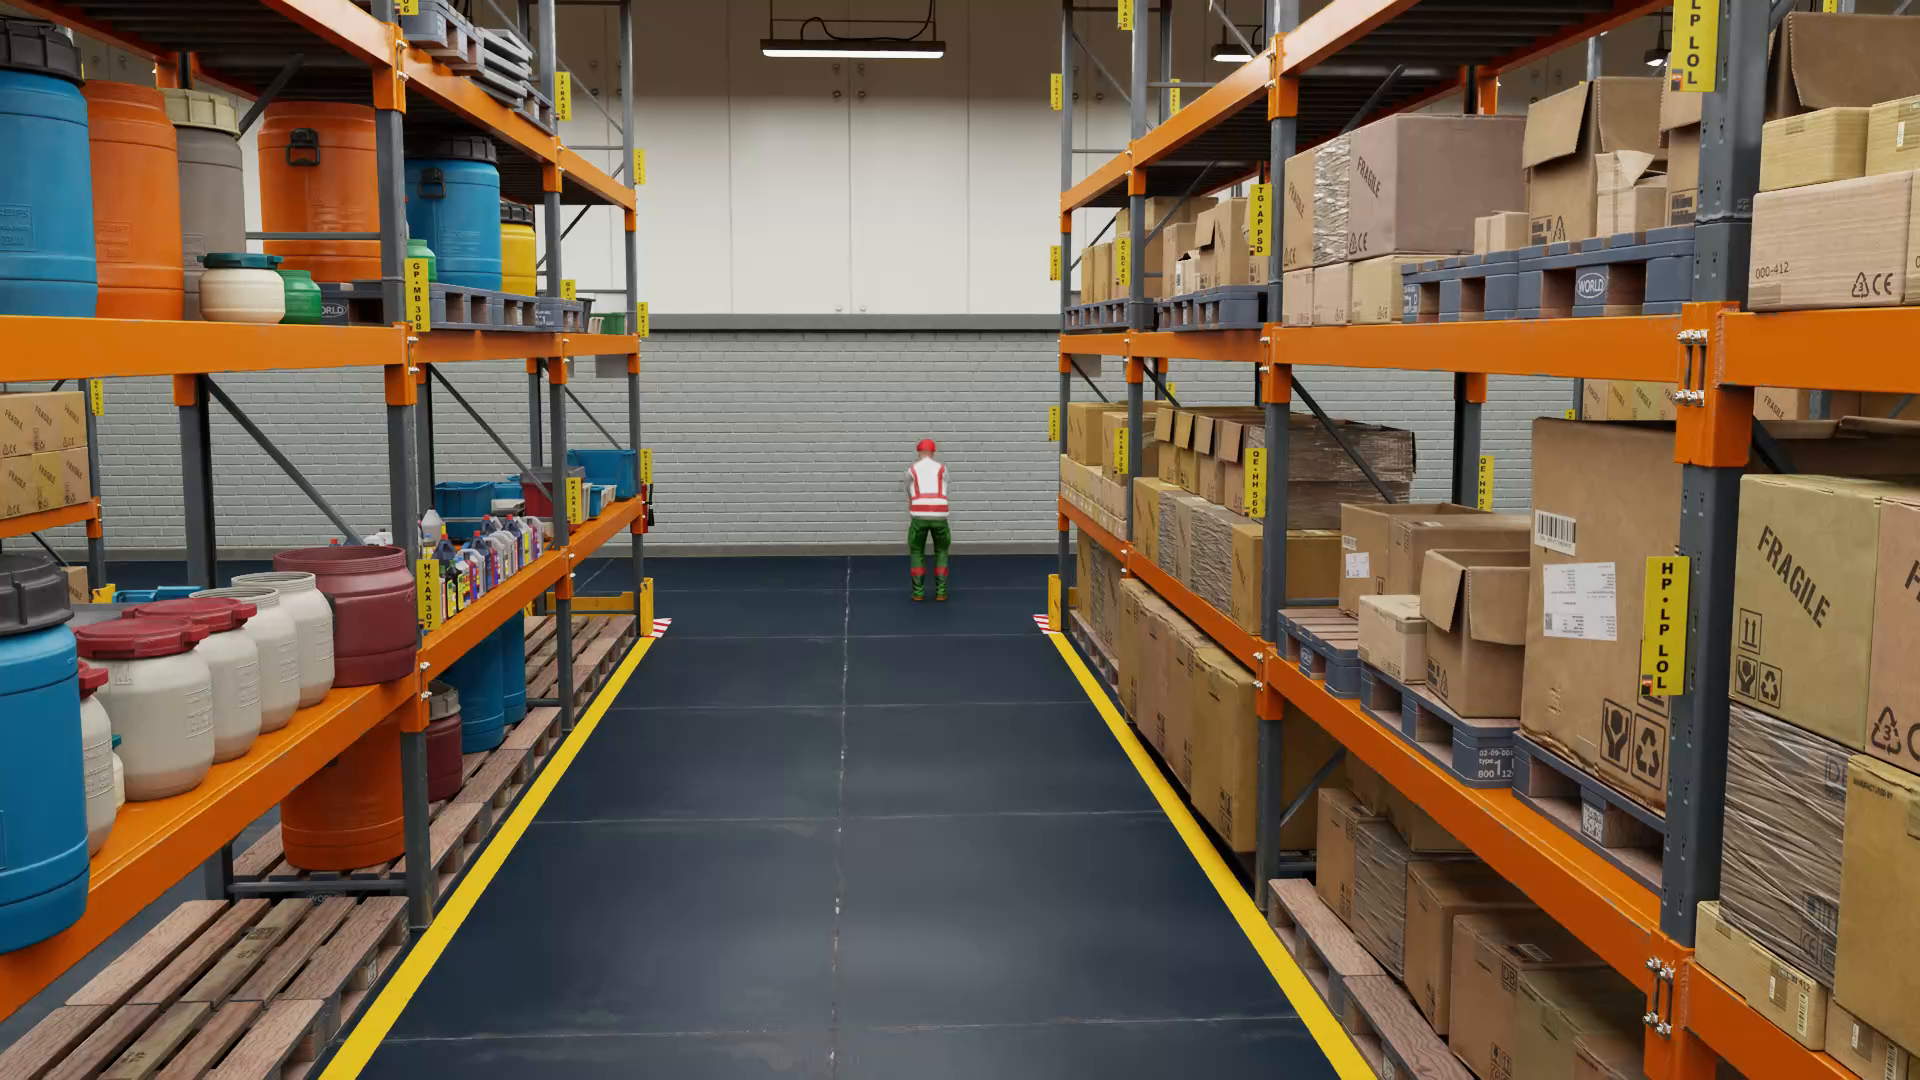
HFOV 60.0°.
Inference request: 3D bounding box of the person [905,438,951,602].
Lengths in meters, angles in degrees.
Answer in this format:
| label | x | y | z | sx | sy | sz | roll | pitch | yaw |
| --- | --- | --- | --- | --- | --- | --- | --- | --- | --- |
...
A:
| label | x | y | z | sx | sy | sz | roll | pitch | yaw |
| --- | --- | --- | --- | --- | --- | --- | --- | --- | --- |
| person | -0.345 | -0.226 | 17.803 | 0.483 | 1.725 | 0.603 | -1 | 7 | -5 |
